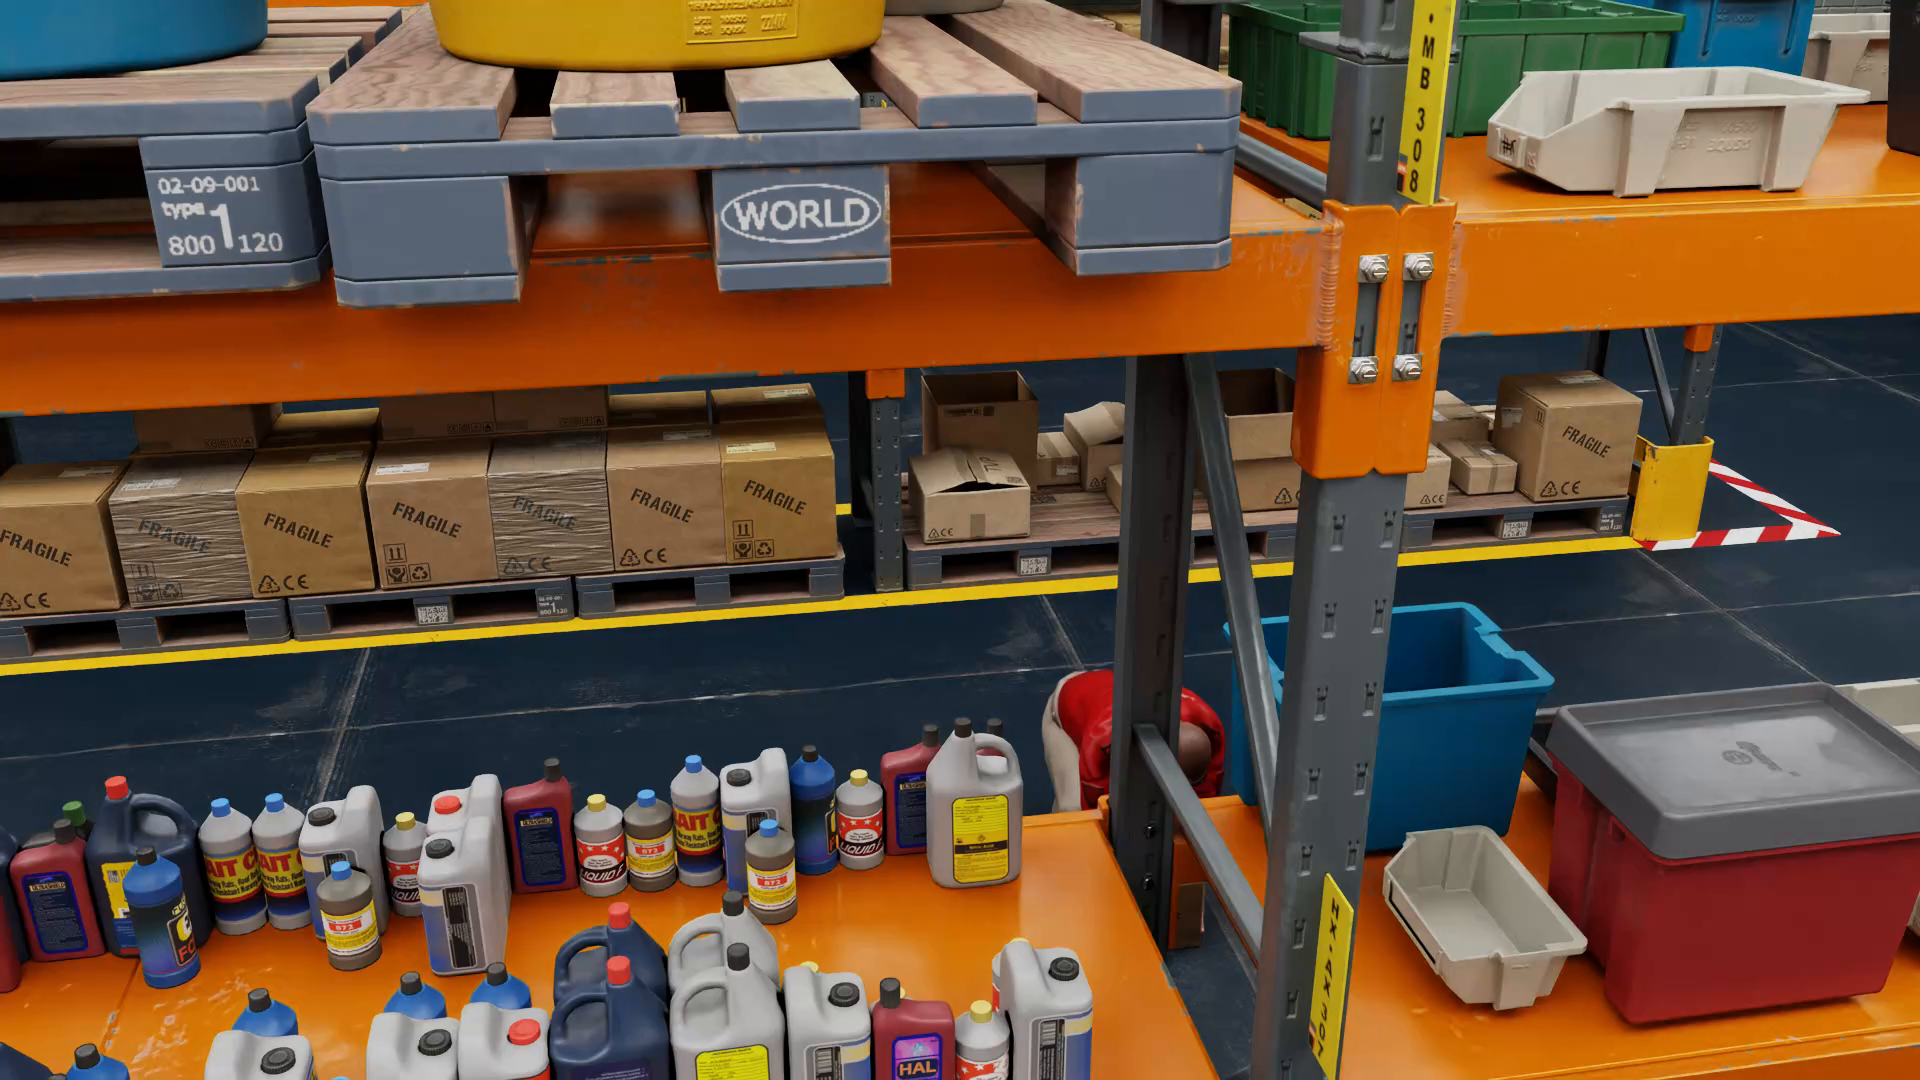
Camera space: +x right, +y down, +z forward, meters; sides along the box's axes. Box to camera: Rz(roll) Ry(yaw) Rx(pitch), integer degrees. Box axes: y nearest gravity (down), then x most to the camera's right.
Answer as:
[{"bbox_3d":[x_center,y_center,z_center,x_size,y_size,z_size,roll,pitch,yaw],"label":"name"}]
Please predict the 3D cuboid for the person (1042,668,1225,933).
[{"bbox_3d":[0.574,0.806,5.530,0.536,0.827,0.912,-5,24,-11],"label":"person"}]
